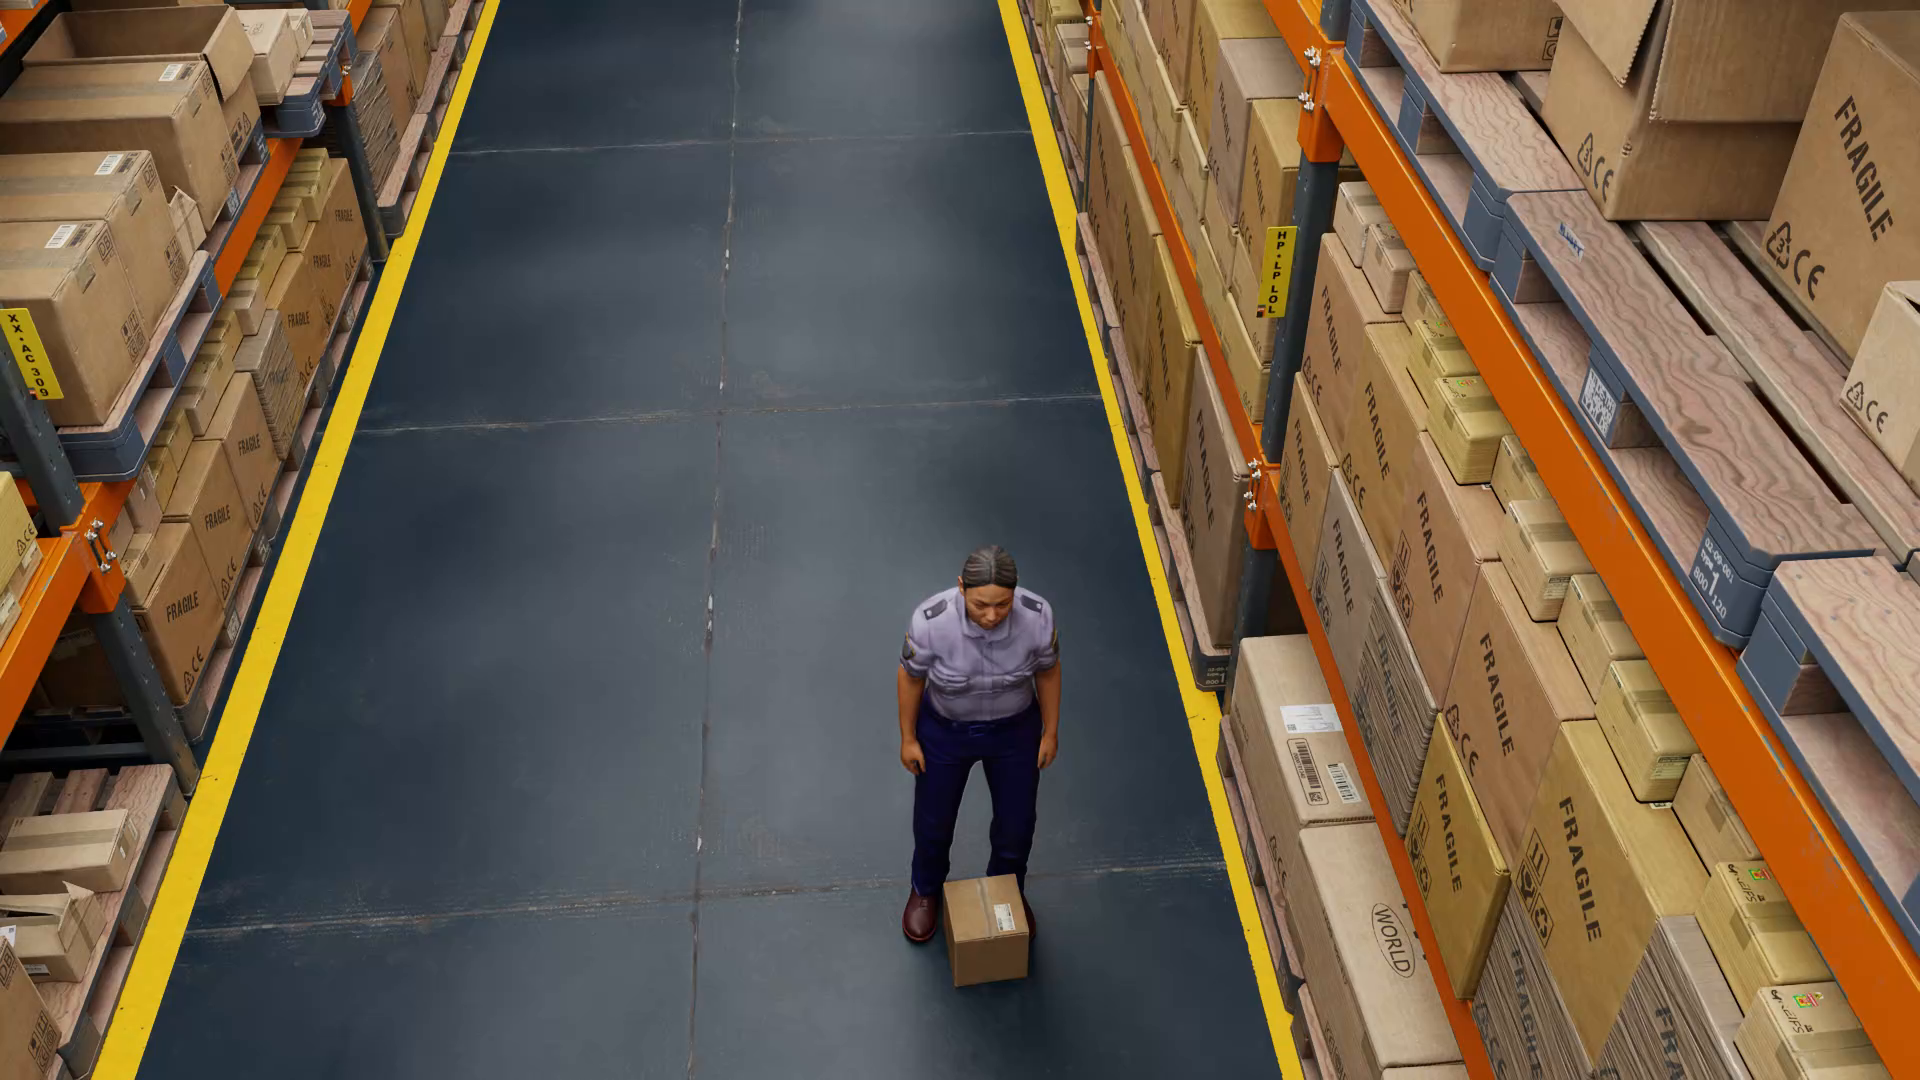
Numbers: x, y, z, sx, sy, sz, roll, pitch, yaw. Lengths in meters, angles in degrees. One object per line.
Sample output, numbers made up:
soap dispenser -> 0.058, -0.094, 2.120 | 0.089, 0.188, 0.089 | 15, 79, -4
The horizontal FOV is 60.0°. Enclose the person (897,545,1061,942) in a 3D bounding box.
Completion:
person -> 0.059, 0.647, 5.372 | 0.537, 1.652, 0.415 | -3, 39, -4
